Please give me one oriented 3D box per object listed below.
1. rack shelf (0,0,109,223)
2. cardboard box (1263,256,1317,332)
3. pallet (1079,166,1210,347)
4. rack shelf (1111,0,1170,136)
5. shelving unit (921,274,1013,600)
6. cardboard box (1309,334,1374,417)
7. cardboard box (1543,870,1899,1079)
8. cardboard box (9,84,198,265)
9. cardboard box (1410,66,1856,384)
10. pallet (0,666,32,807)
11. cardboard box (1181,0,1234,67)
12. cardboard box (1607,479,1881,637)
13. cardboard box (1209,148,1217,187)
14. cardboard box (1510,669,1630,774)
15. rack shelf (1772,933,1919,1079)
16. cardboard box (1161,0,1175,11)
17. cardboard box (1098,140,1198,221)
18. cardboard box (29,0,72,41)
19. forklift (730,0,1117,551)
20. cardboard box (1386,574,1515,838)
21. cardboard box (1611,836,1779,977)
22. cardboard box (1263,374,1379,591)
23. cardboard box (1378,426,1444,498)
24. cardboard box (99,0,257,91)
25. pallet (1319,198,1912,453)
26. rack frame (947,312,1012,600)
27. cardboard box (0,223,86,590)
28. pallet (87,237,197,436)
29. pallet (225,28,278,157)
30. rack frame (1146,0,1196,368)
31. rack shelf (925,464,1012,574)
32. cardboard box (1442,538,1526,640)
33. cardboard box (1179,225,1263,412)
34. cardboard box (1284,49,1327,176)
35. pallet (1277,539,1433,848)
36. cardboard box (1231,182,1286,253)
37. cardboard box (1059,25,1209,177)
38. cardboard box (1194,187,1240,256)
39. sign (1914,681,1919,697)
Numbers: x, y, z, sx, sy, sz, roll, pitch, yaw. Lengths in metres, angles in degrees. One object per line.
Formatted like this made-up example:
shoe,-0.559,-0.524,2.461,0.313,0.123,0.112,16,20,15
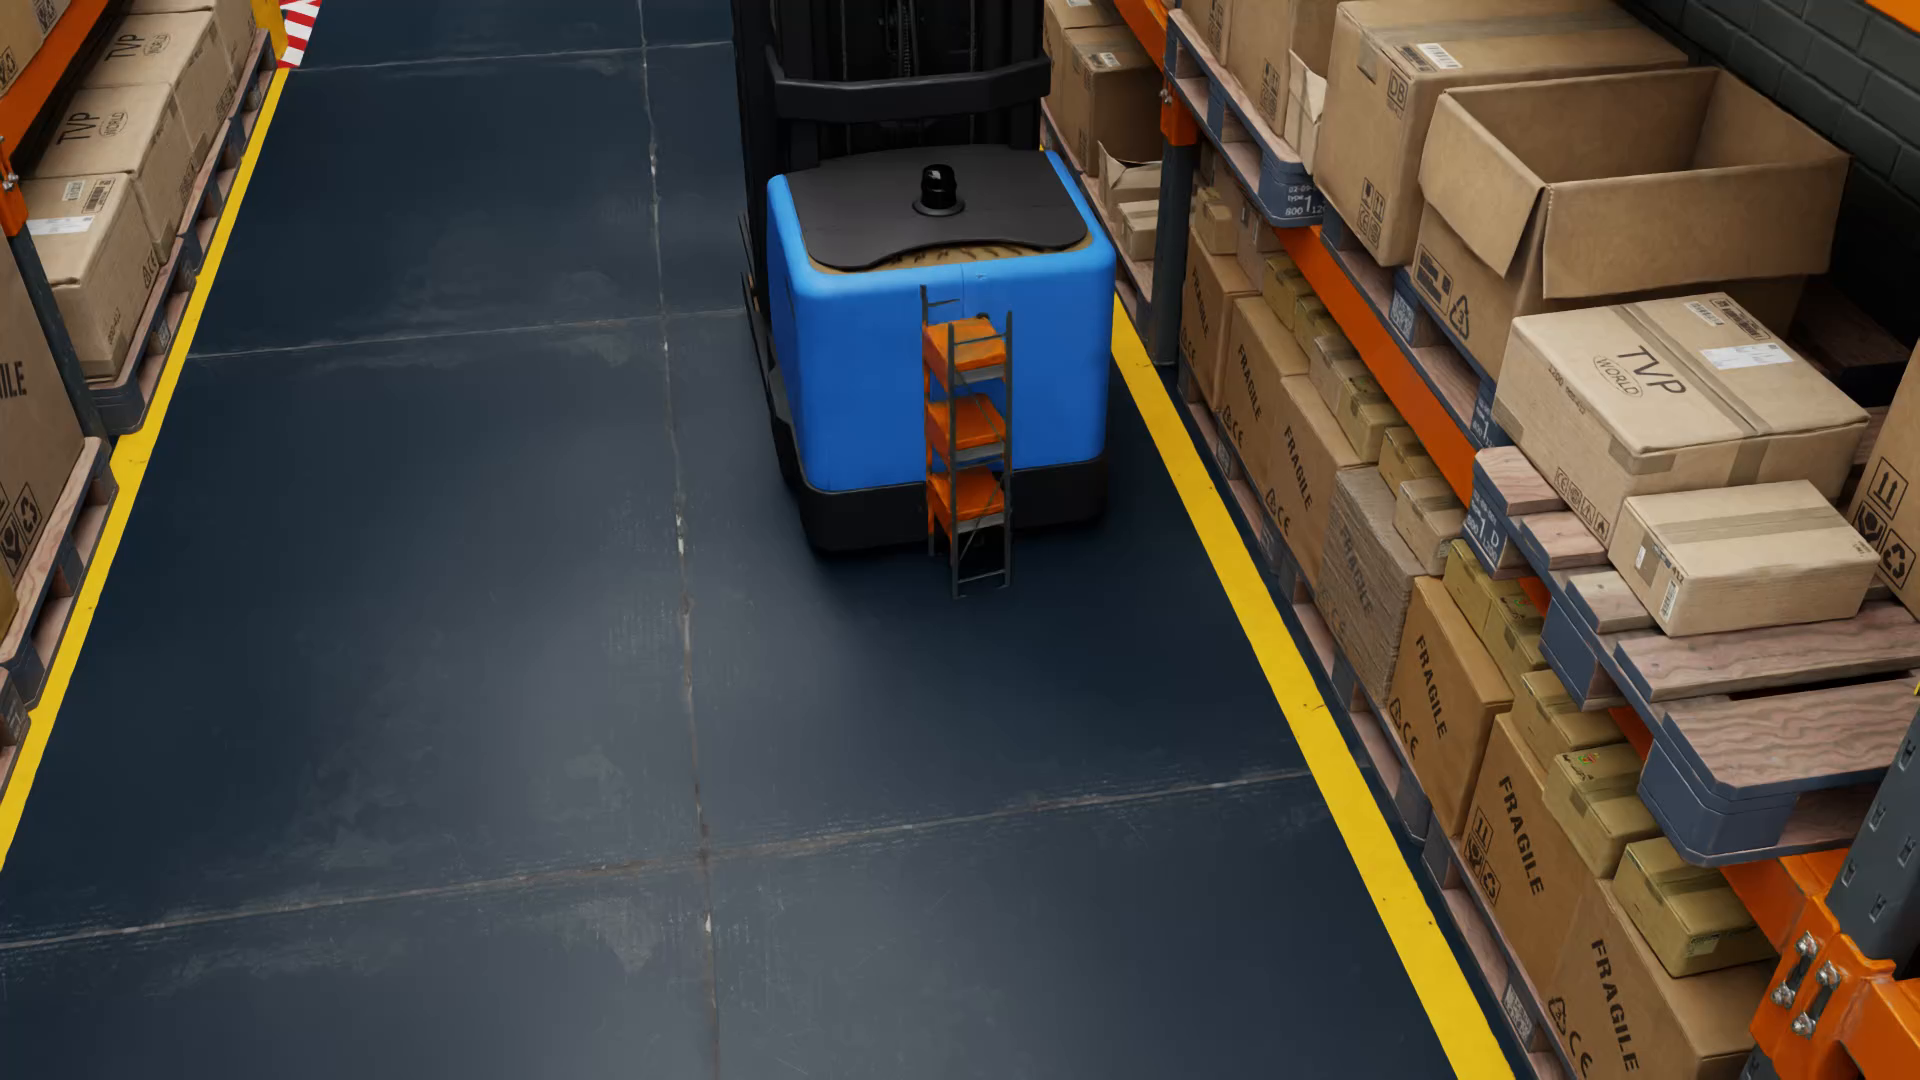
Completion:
rack shelf,-3.979,-2.351,6.917,1.077,0.370,4.000,-6,38,-8
cardboard box,1.240,-0.840,5.552,0.380,0.149,0.250,-8,39,-10
pallet,1.138,-1.276,7.221,1.003,0.211,1.213,-6,38,-8
rack shelf,0.907,-2.887,7.607,1.077,0.370,4.000,-6,38,-8
shelving unit,0.024,-0.307,5.287,0.215,1.050,0.252,-13,40,-15
cardboard box,1.308,-0.521,5.142,0.380,0.149,0.250,-6,38,-8
cardboard box,1.673,1.042,3.659,0.500,0.500,0.500,-5,38,-7
cardboard box,-3.790,-1.512,6.998,0.875,0.438,0.875,-7,38,-9
cardboard box,1.491,-0.719,3.805,0.797,0.503,0.637,-7,38,-9
pallet,-3.202,0.871,4.457,1.003,0.211,1.213,-6,38,-8
cardboard box,1.122,-1.852,5.265,0.700,0.500,0.500,-5,38,-7
cardboard box,1.466,0.031,3.128,0.380,0.149,0.250,-6,38,-7
cardboard box,1.375,-1.491,7.074,0.500,0.311,0.500,-5,38,-6
cardboard box,1.542,0.422,3.928,0.380,0.149,0.250,-7,38,-9
rack shelf,2.310,1.945,1.387,1.077,0.370,4.000,-6,38,-8
cardboard box,0.953,-2.029,6.122,0.380,0.149,0.250,-6,38,-7
cardboard box,0.808,-1.570,7.212,0.396,0.266,0.258,-5,38,-6
cardboard box,-3.537,-2.082,5.904,0.500,0.500,0.500,-6,38,-8
forklift,-0.297,-2.026,5.968,1.130,2.935,3.031,-7,38,-9
cardboard box,1.502,0.423,4.456,0.500,0.500,0.500,-5,38,-6
cardboard box,1.623,0.747,3.510,0.380,0.149,0.250,-8,39,-10
cardboard box,1.307,-0.203,5.261,0.500,0.500,0.500,-7,38,-9
cardboard box,1.425,-0.211,4.743,0.380,0.149,0.250,-6,38,-8
cardboard box,-4.115,-2.609,8.409,0.875,0.438,0.875,-7,38,-9
pallet,1.614,-0.645,4.292,1.003,0.211,1.213,-6,38,-8
rack frame,0.065,-0.236,5.196,0.200,1.050,0.008,-13,40,-15
cardboard box,-3.441,-0.388,5.193,0.875,0.875,0.875,-5,38,-7
pallet,-3.685,-0.793,6.599,1.003,0.211,1.213,-6,38,-8
pallet,-4.112,-2.267,8.496,1.003,0.211,1.213,-6,38,-8
rack frame,1.258,-1.963,5.832,1.000,3.000,0.127,-6,38,-8
rack shelf,0.028,-0.080,5.465,0.215,0.259,0.240,-13,40,-15
cardboard box,1.496,0.107,4.334,0.380,0.149,0.250,-7,38,-9
cardboard box,1.121,-0.825,6.062,0.500,0.500,0.500,-5,38,-6
cardboard box,1.124,-1.195,4.611,0.396,0.266,0.258,-4,38,-6
pallet,1.655,0.364,5.109,1.003,0.211,1.213,-6,38,-8
cardboard box,1.152,-1.118,5.668,0.380,0.149,0.250,-8,39,-10
cardboard box,0.864,-2.030,7.614,0.700,0.500,0.500,-8,38,-10
cardboard box,1.059,-1.152,5.955,0.380,0.149,0.250,-5,38,-6
sign,1.427,0.091,2.308,0.100,0.325,0.005,-6,38,-8
